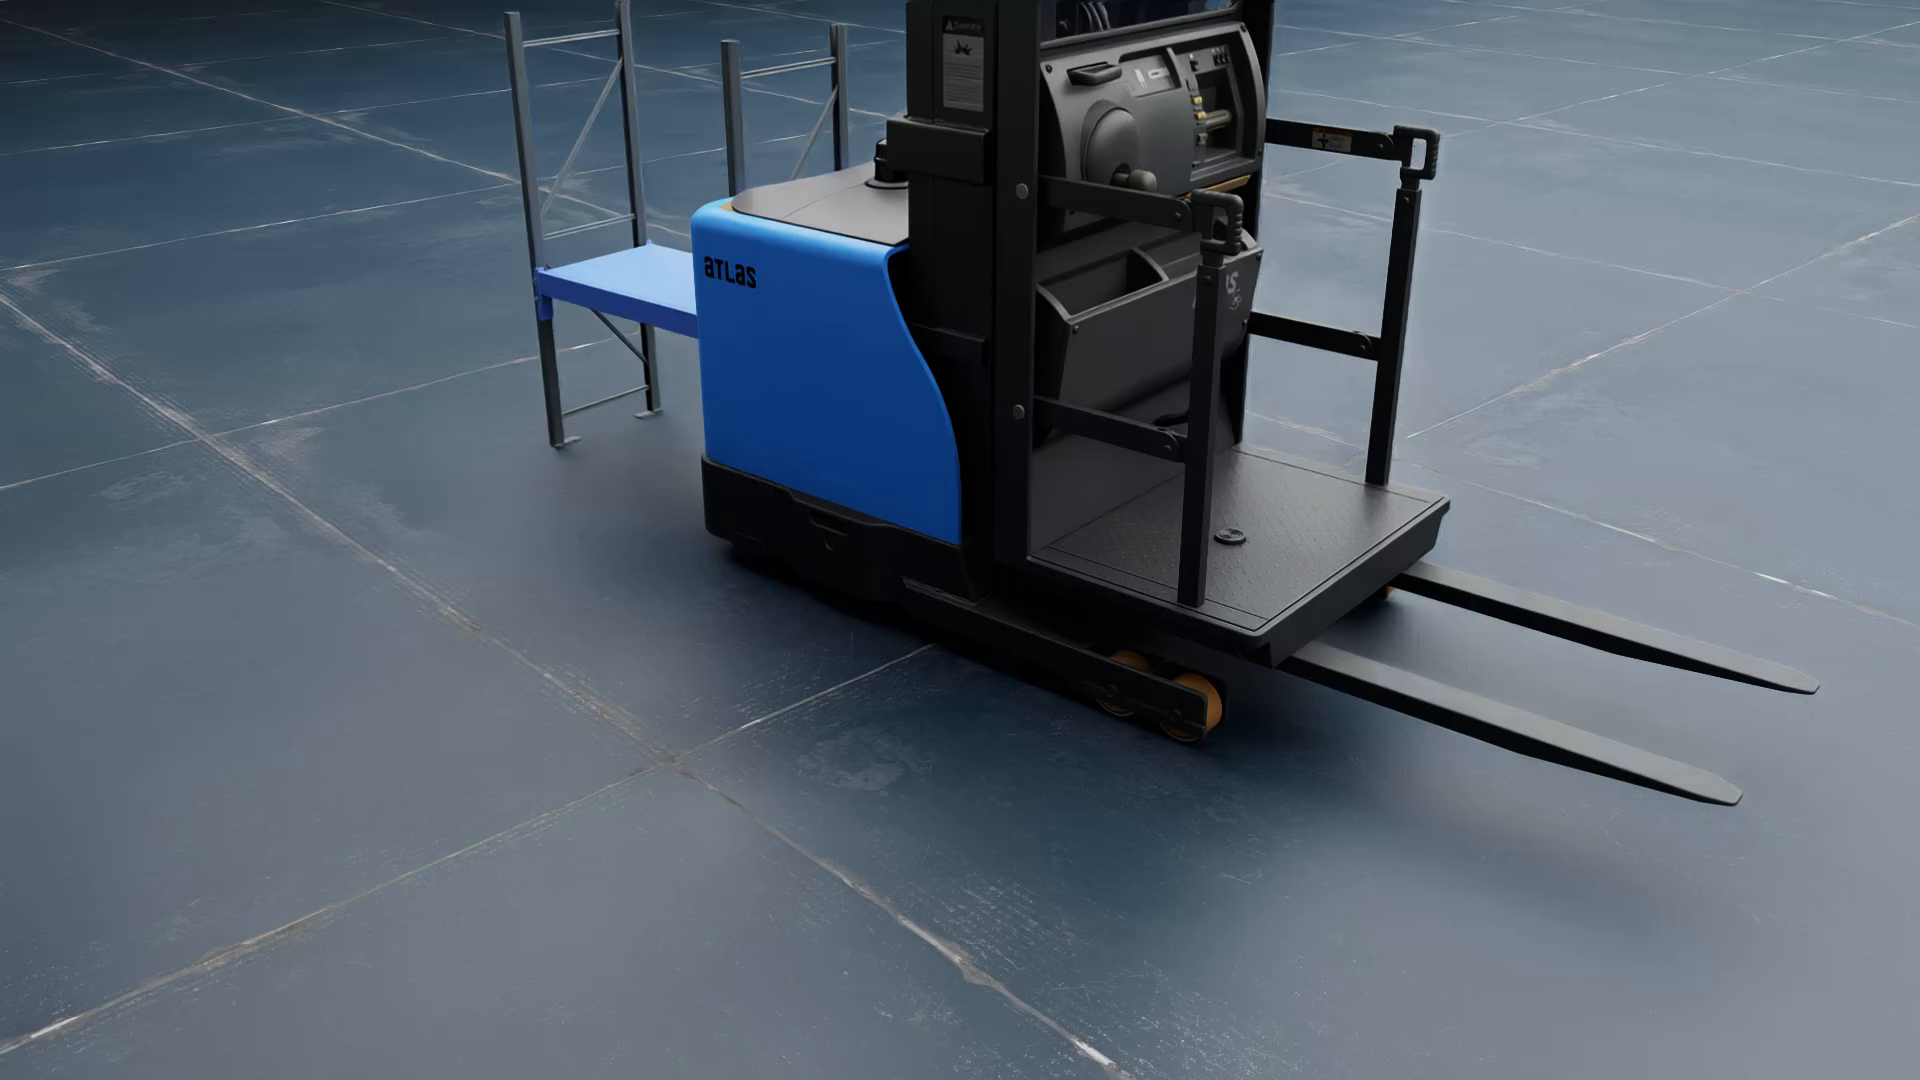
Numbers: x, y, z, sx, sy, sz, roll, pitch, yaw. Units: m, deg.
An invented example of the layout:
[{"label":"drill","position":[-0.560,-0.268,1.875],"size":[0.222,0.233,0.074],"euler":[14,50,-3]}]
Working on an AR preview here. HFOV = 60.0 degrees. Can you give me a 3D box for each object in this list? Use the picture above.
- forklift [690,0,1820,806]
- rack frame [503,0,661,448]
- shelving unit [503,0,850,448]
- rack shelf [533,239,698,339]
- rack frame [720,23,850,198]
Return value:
[{"label":"forklift","position":[0.669,-1.079,4.085],"size":[3.031,2.935,1.130],"euler":[19,31,35]},{"label":"rack frame","position":[-1.306,-1.097,5.847],"size":[0.032,1.500,0.500],"euler":[19,31,35]},{"label":"shelving unit","position":[-0.913,-0.963,5.554],"size":[1.048,1.500,0.538],"euler":[19,31,35]},{"label":"rack shelf","position":[-0.913,-0.799,5.629],"size":[1.000,0.185,0.538],"euler":[19,31,35]},{"label":"rack frame","position":[-0.520,-0.829,5.261],"size":[0.032,1.500,0.500],"euler":[19,31,35]}]
